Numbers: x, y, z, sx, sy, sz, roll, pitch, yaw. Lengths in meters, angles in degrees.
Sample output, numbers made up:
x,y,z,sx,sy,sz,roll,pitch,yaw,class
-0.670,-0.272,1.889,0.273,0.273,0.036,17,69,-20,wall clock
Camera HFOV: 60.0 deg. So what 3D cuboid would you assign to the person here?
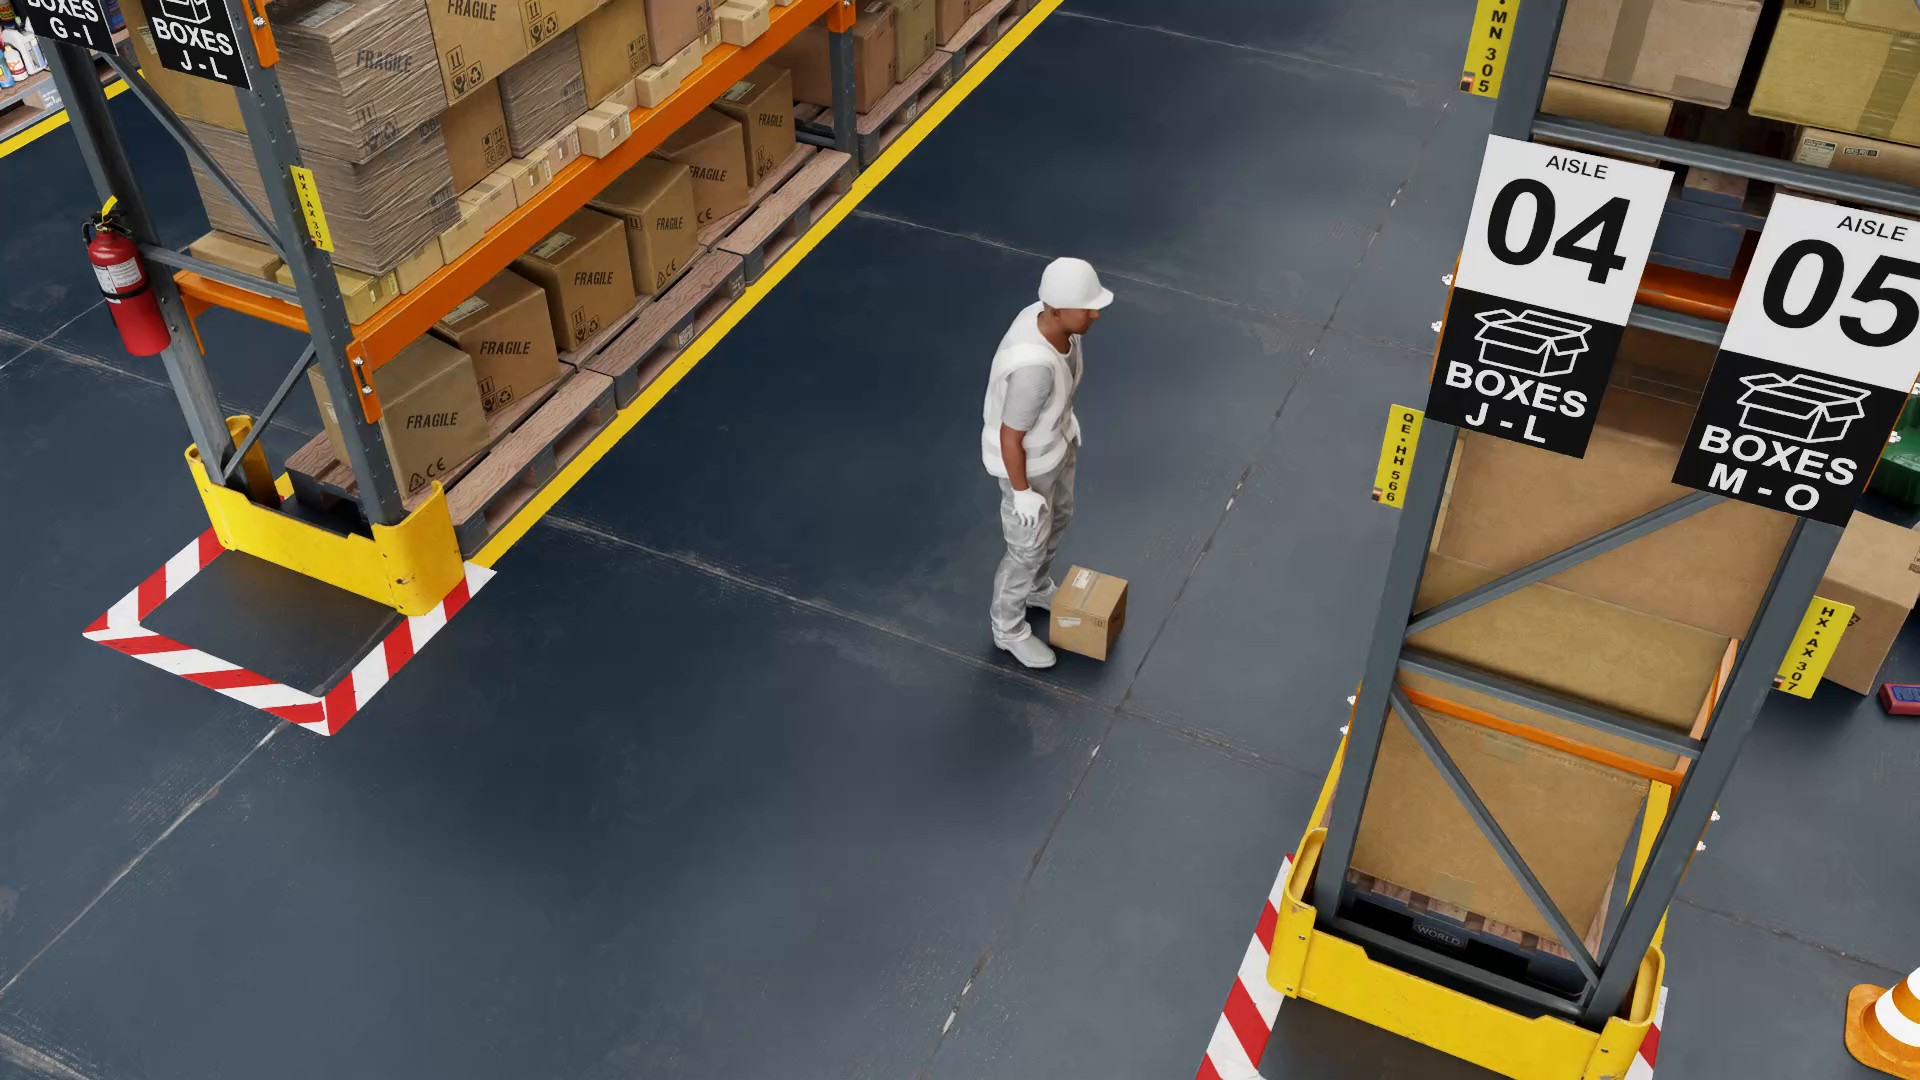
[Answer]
x,y,z,sx,sy,sz,roll,pitch,yaw,class
0.328,-0.330,6.523,0.450,1.774,0.627,15,44,16,person
